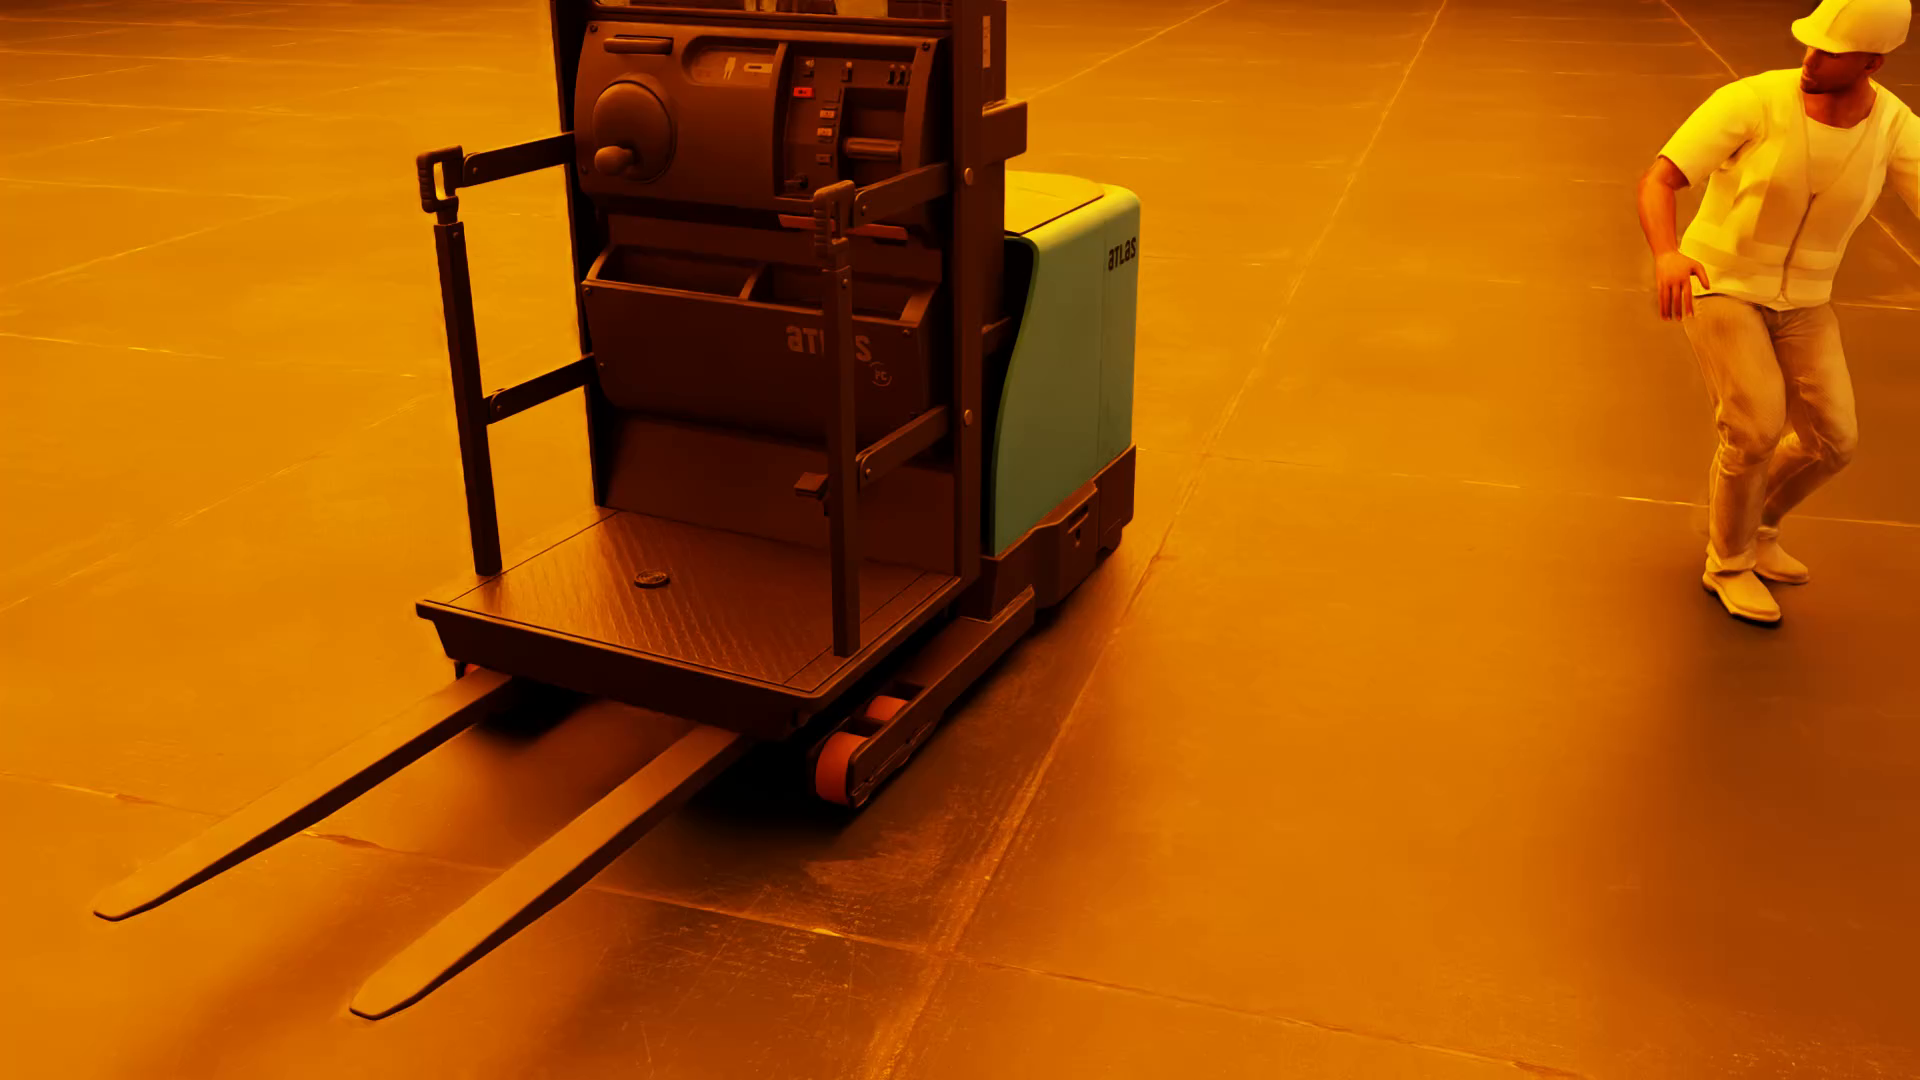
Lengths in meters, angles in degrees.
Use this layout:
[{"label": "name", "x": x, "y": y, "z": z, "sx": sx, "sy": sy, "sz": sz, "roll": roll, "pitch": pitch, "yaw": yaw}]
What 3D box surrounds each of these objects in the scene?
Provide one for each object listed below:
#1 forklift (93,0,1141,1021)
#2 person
[{"label": "forklift", "x": -0.571, "y": -0.953, "z": 3.589, "sx": 1.130, "sy": 2.935, "sz": 3.031, "roll": 11, "pitch": 25, "yaw": 24}, {"label": "person", "x": 2.230, "y": -0.602, "z": 4.393, "sx": 0.853, "sy": 1.673, "sz": 0.730, "roll": -3, "pitch": 23, "yaw": -7}]
